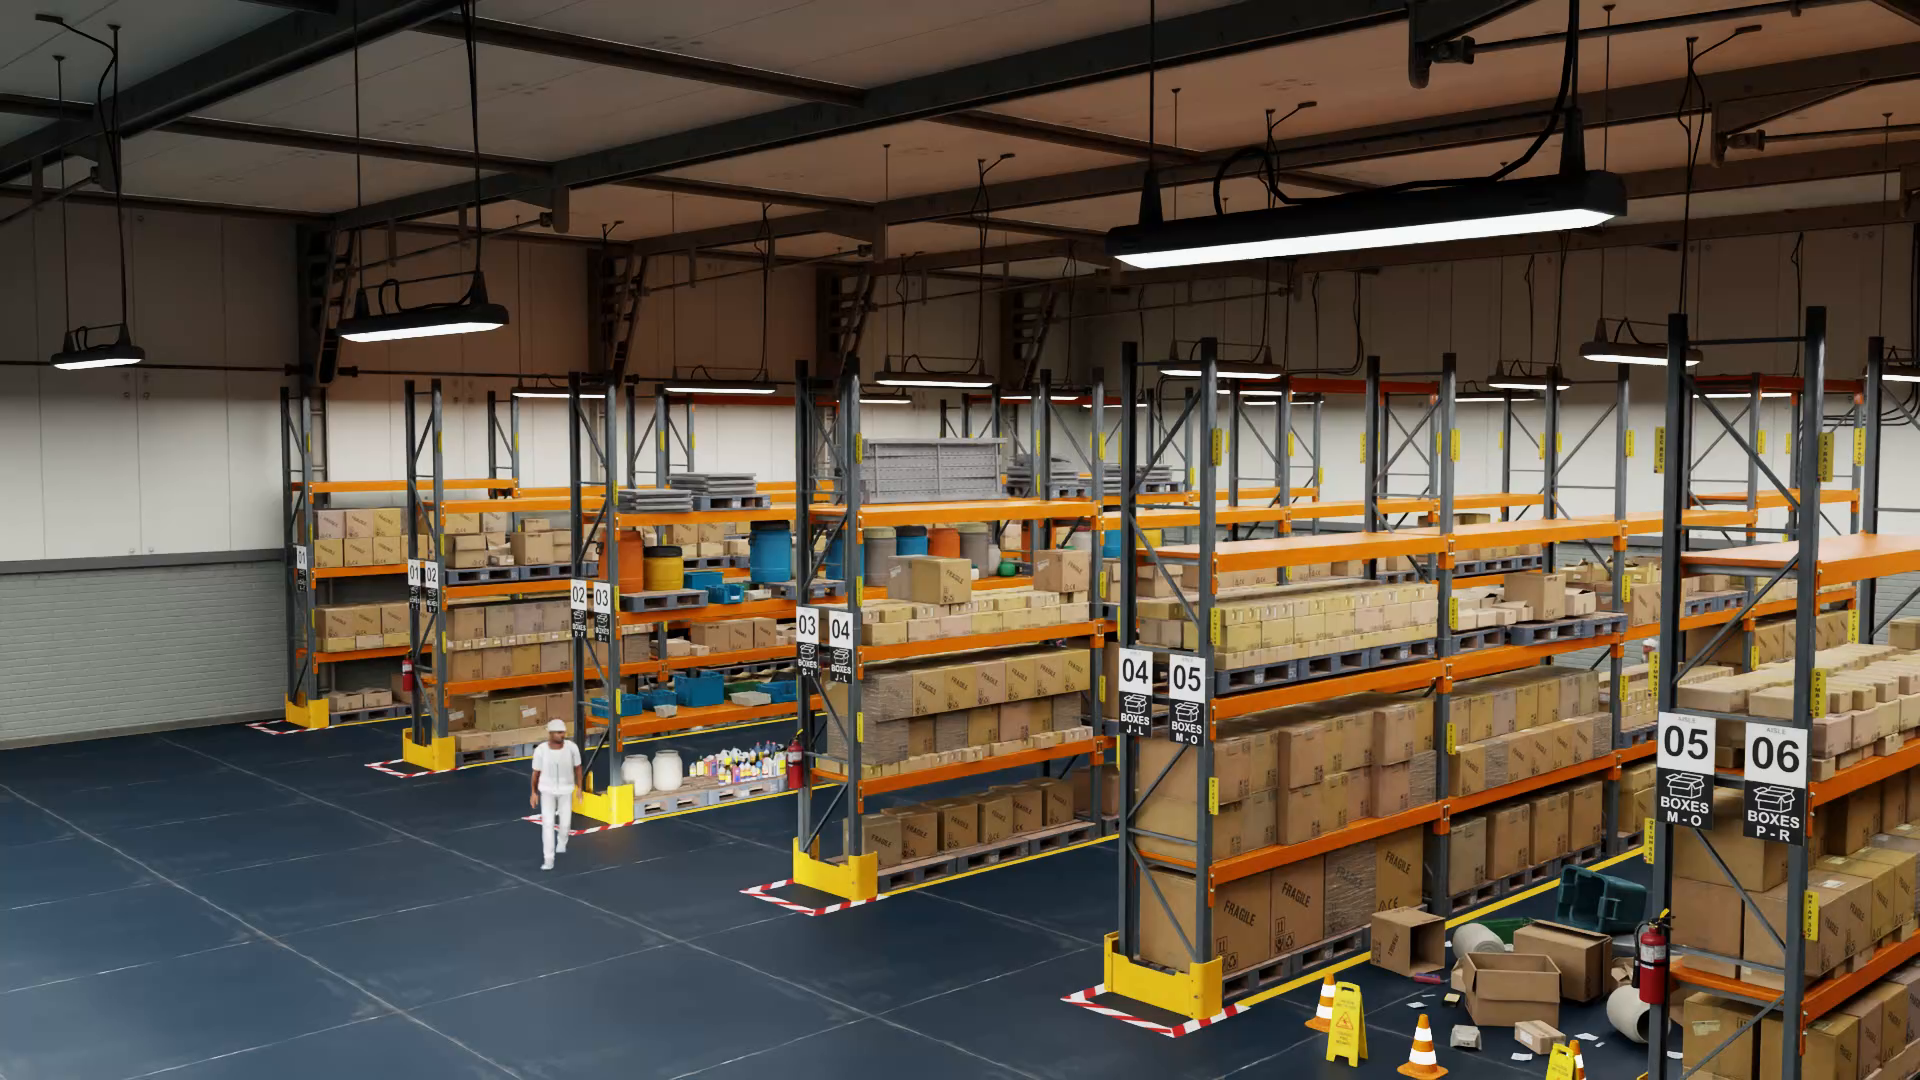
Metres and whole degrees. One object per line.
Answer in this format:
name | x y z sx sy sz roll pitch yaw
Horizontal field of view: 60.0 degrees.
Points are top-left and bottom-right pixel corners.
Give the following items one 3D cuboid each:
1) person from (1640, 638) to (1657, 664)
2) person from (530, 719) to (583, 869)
person | 11.922 2.512 28.431 0.634 1.685 0.695 -3 4 -35
person | -4.860 3.018 20.027 0.621 1.739 0.883 -1 4 -19
